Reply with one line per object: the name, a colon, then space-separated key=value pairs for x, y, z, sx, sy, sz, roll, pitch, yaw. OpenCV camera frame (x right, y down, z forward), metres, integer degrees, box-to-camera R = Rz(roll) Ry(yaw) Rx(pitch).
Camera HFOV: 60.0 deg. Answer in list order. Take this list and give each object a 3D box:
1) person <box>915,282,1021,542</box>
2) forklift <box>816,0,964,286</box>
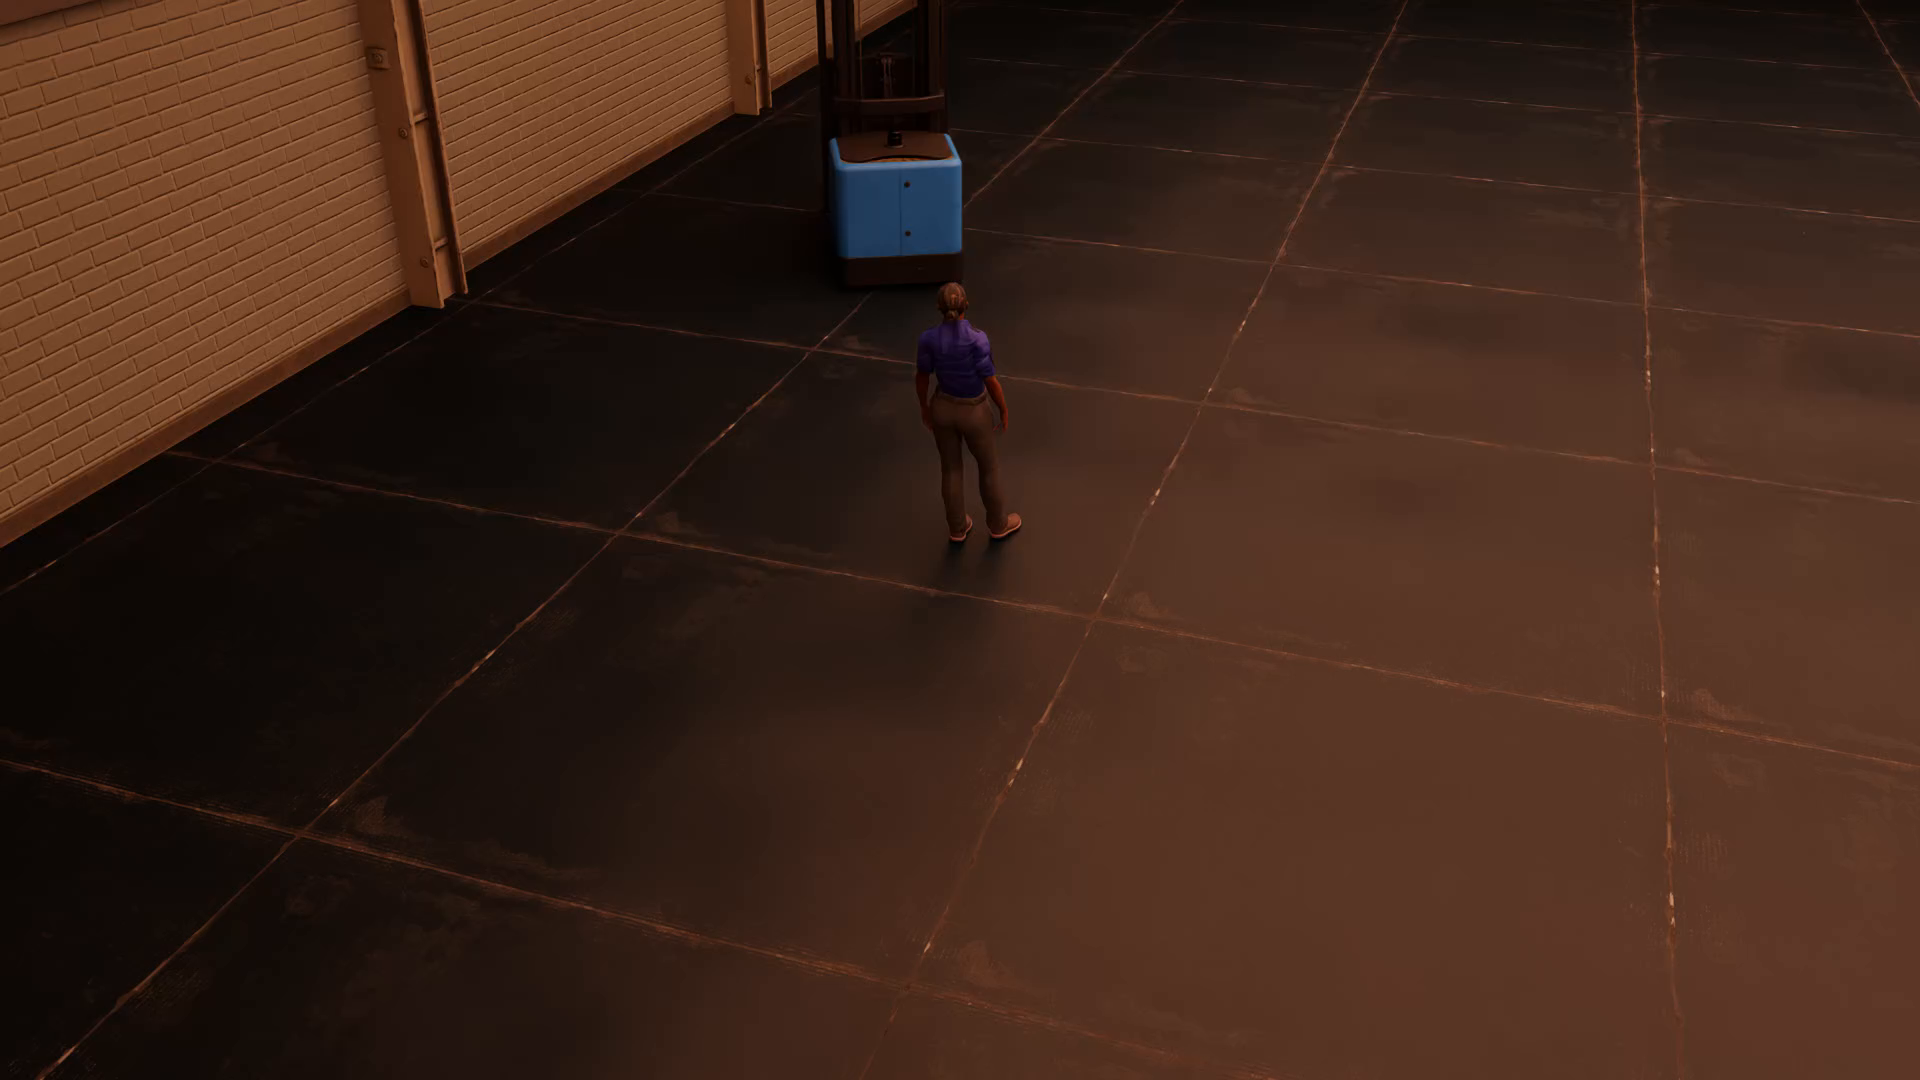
person: x=0.047 y=-0.763 z=9.749 sx=0.569 sy=1.654 sz=0.504 roll=10 pitch=31 yaw=16
forklift: x=-0.678 y=-4.054 z=14.248 sx=1.130 sy=2.935 sz=3.031 roll=-4 pitch=30 yaw=-7
